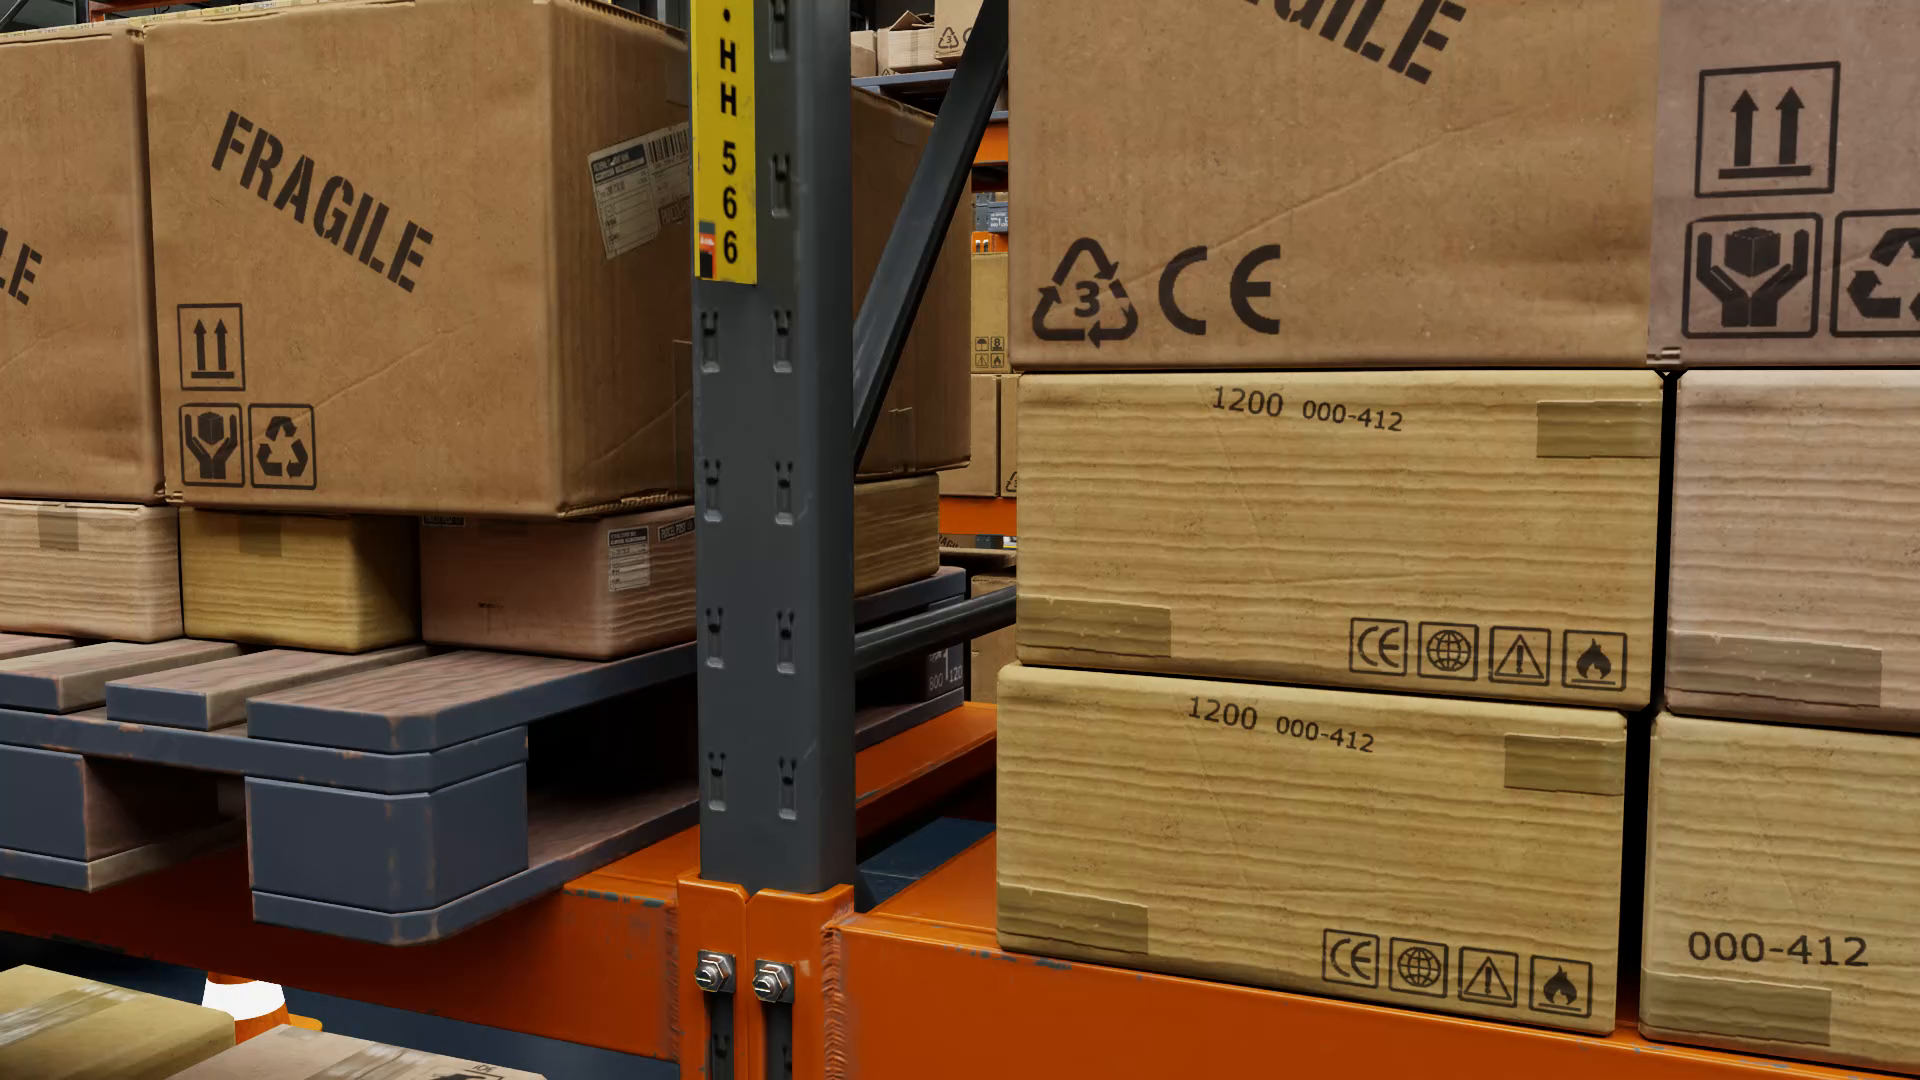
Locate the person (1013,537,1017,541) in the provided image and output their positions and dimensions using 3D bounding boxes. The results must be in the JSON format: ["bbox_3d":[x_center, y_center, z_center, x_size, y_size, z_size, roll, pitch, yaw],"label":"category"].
[{"bbox_3d":[0.498,0.032,9.426,0.371,1.666,0.547,2,6,20],"label":"person"}]
